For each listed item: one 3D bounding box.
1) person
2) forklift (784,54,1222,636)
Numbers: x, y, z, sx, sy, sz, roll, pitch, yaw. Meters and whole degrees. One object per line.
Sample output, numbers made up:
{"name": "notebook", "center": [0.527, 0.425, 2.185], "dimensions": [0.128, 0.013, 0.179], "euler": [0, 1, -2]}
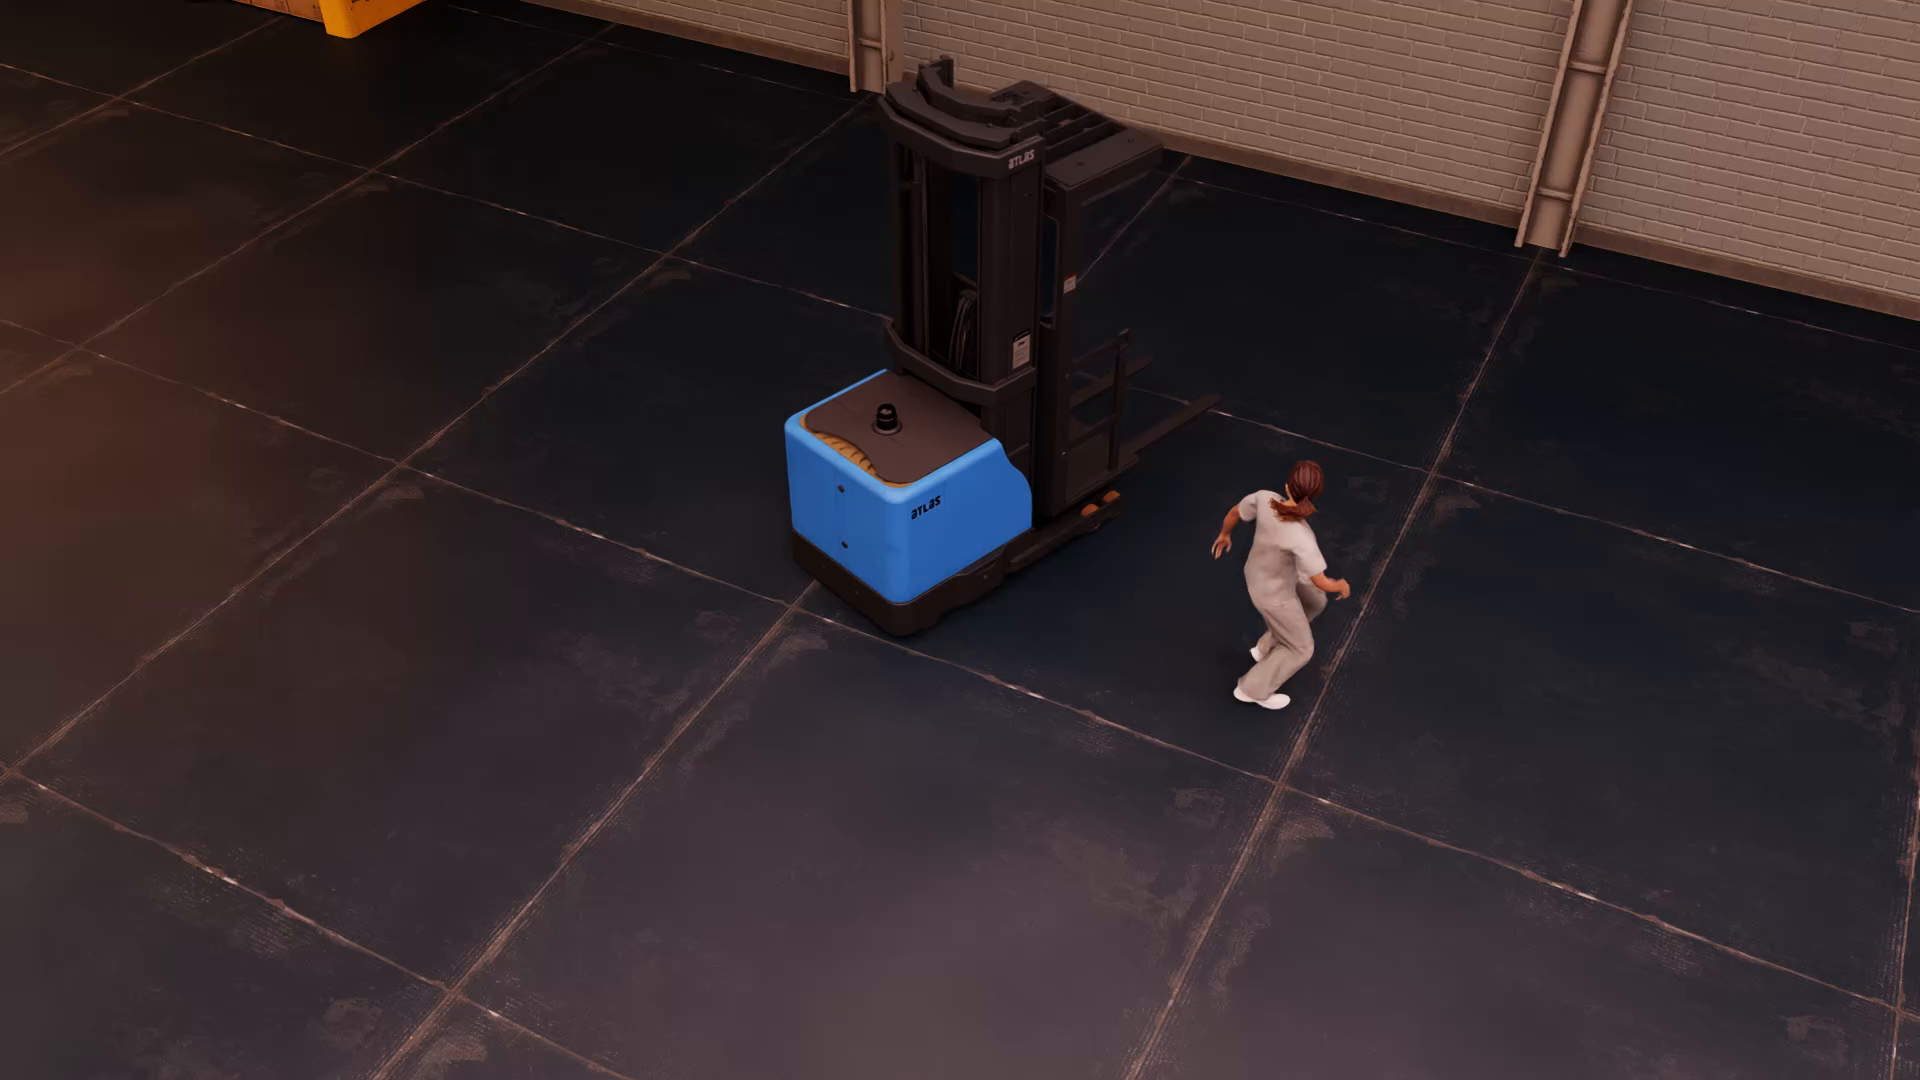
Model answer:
{"name": "person", "center": [1.700, 0.227, 8.771], "dimensions": [0.655, 1.612, 0.616], "euler": [-3, 40, -4]}
{"name": "forklift", "center": [0.409, -1.400, 9.649], "dimensions": [3.031, 2.935, 1.130], "euler": [-31, 49, -31]}
